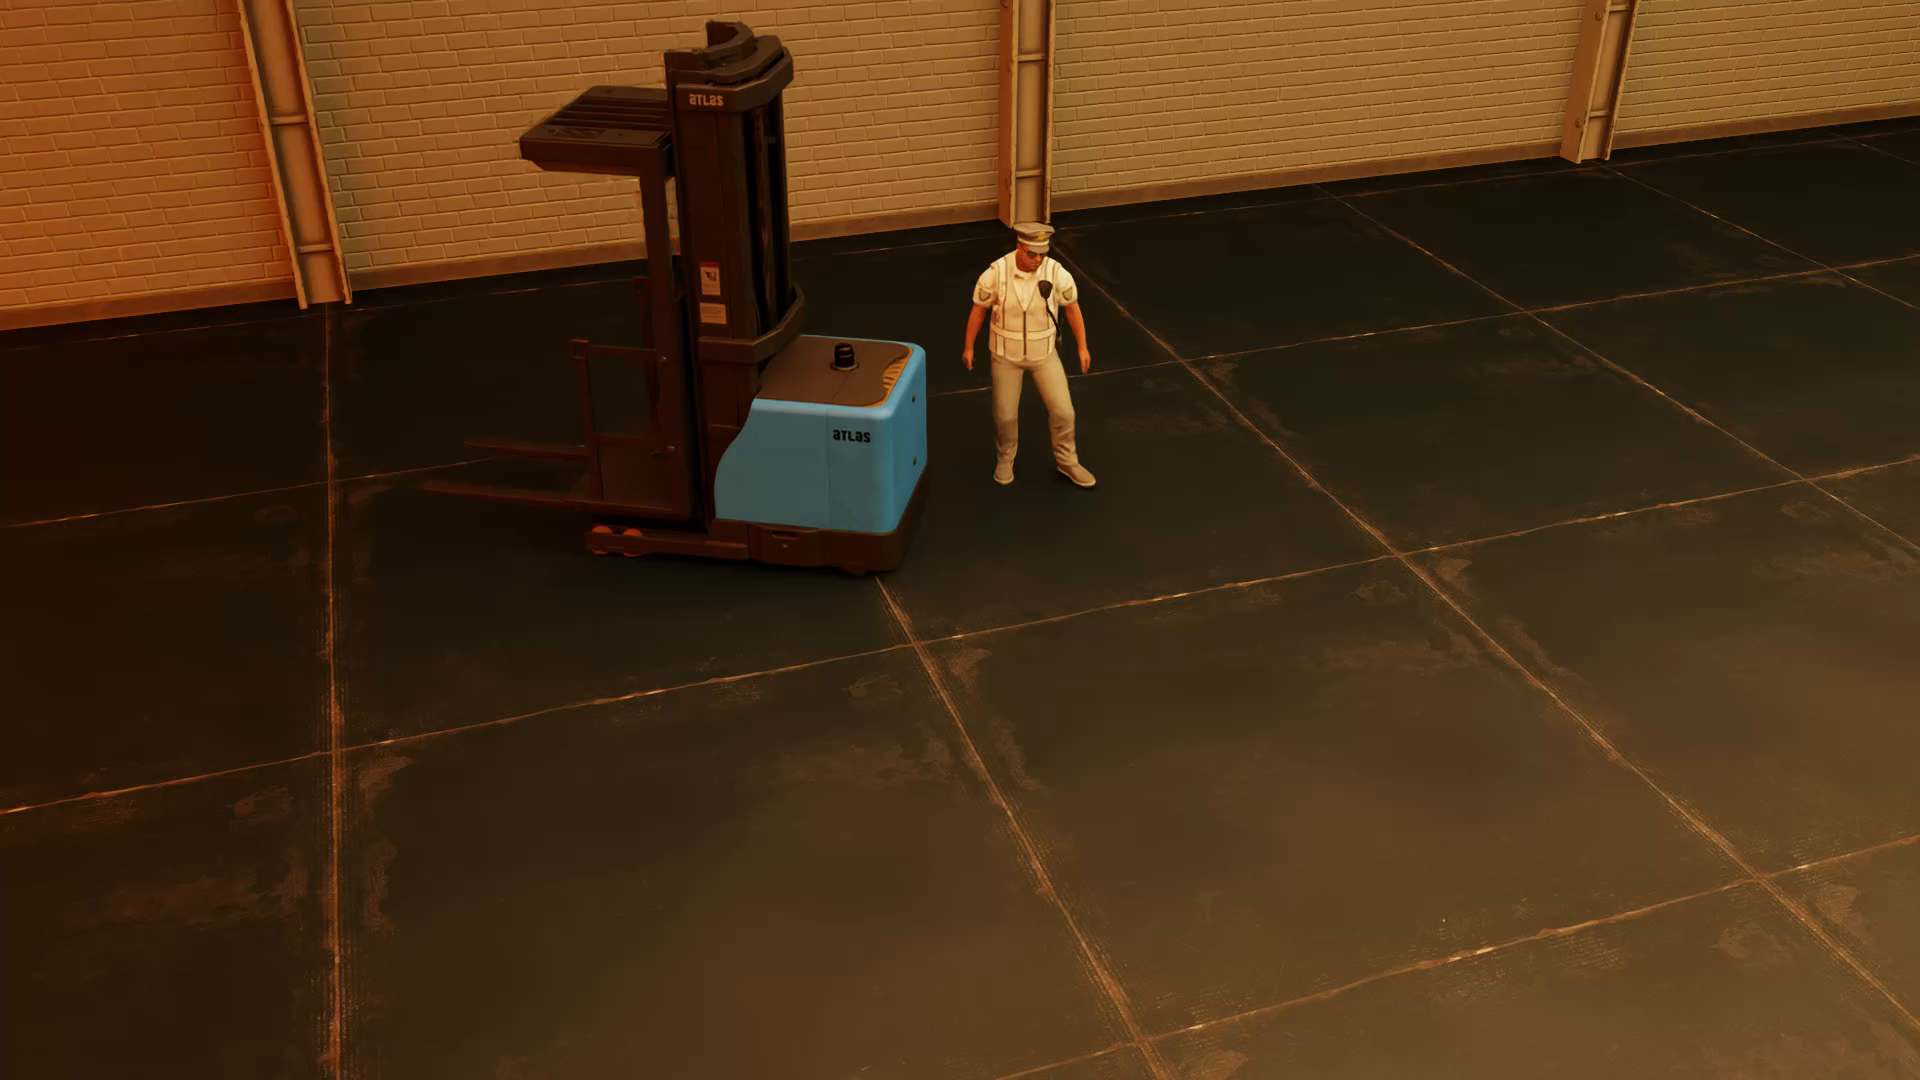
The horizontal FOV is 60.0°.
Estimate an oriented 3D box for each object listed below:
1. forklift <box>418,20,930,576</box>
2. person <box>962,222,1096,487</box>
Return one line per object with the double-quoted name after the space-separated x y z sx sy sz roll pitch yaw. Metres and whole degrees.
-1.759 -1.419 9.554 3.031 2.935 1.130 6 30 9 "forklift"
0.439 -1.167 10.335 0.851 1.723 0.420 -1 30 -2 "person"
